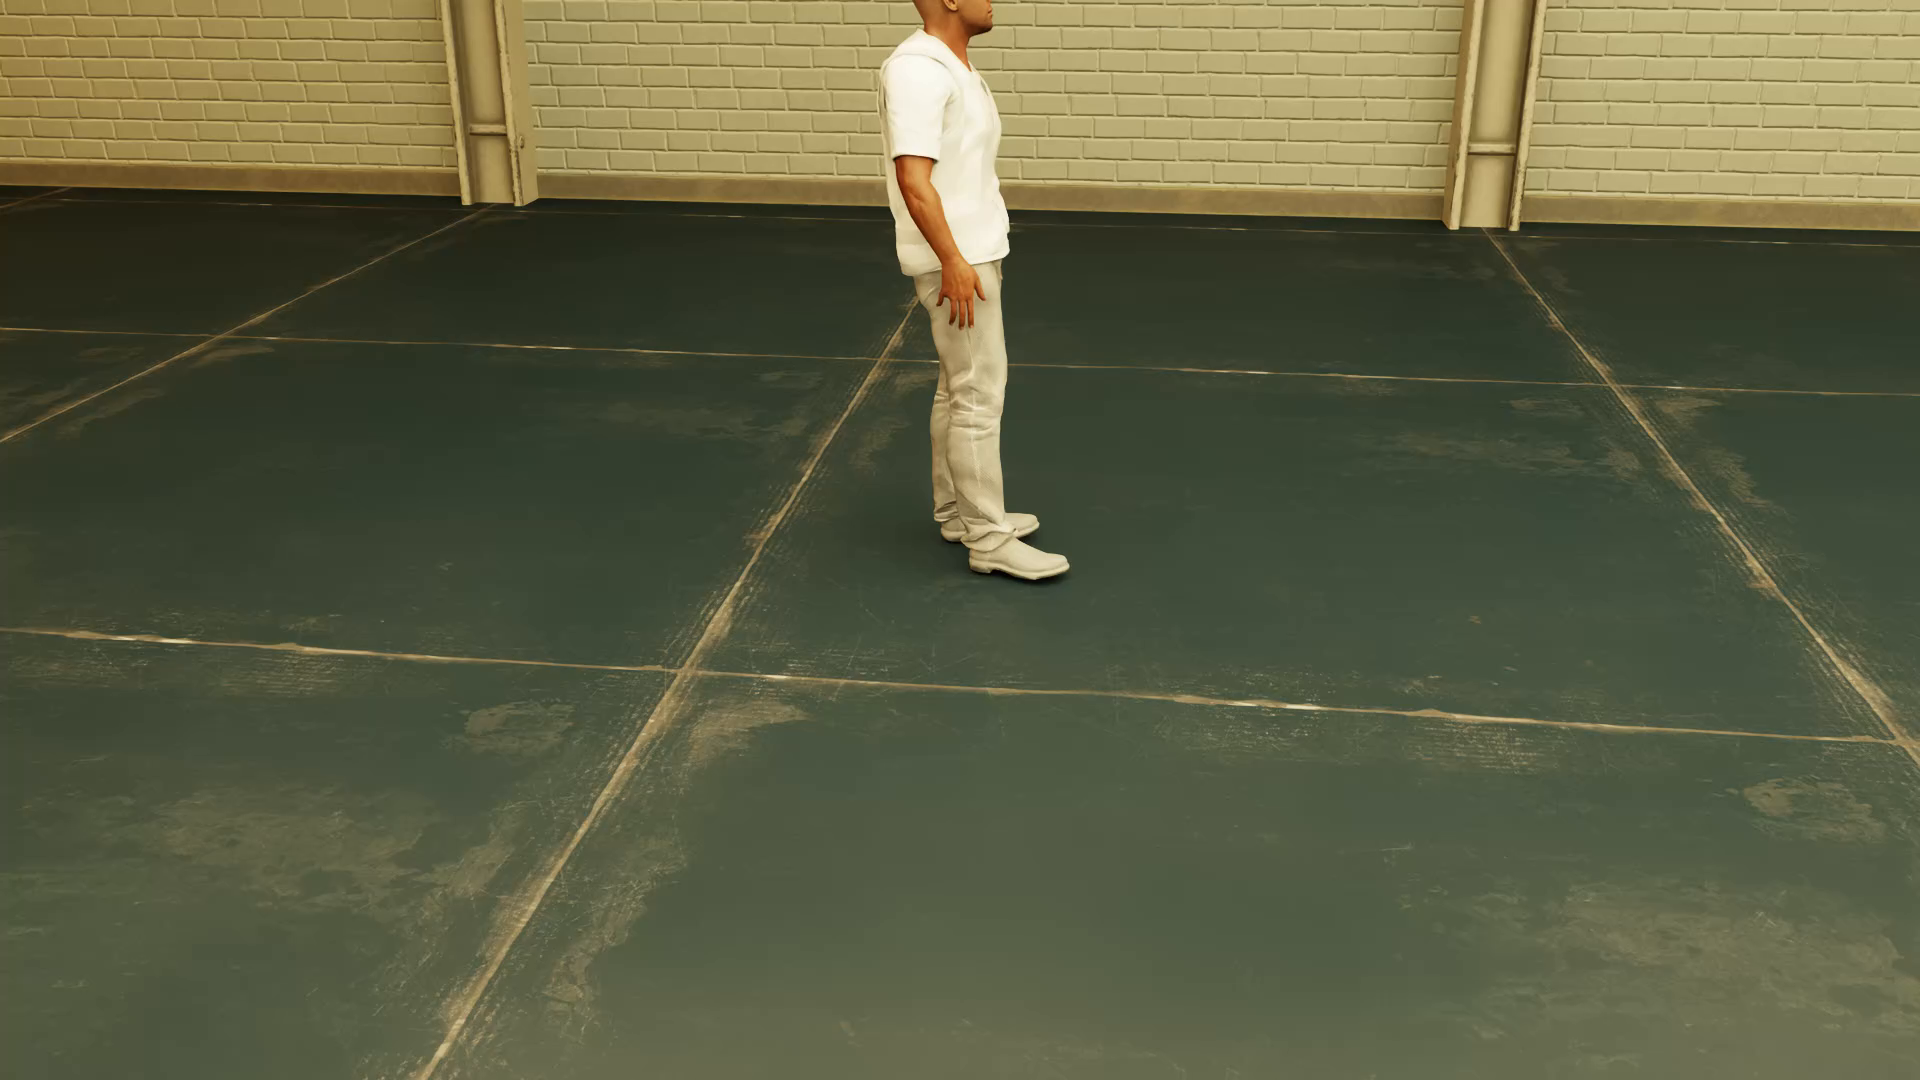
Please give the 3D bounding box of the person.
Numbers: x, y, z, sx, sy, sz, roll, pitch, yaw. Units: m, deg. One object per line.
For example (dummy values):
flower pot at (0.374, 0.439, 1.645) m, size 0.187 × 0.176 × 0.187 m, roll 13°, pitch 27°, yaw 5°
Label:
person at (0.068, -0.820, 4.831) m, size 0.577 × 1.765 × 0.665 m, roll 3°, pitch 22°, yaw 7°
